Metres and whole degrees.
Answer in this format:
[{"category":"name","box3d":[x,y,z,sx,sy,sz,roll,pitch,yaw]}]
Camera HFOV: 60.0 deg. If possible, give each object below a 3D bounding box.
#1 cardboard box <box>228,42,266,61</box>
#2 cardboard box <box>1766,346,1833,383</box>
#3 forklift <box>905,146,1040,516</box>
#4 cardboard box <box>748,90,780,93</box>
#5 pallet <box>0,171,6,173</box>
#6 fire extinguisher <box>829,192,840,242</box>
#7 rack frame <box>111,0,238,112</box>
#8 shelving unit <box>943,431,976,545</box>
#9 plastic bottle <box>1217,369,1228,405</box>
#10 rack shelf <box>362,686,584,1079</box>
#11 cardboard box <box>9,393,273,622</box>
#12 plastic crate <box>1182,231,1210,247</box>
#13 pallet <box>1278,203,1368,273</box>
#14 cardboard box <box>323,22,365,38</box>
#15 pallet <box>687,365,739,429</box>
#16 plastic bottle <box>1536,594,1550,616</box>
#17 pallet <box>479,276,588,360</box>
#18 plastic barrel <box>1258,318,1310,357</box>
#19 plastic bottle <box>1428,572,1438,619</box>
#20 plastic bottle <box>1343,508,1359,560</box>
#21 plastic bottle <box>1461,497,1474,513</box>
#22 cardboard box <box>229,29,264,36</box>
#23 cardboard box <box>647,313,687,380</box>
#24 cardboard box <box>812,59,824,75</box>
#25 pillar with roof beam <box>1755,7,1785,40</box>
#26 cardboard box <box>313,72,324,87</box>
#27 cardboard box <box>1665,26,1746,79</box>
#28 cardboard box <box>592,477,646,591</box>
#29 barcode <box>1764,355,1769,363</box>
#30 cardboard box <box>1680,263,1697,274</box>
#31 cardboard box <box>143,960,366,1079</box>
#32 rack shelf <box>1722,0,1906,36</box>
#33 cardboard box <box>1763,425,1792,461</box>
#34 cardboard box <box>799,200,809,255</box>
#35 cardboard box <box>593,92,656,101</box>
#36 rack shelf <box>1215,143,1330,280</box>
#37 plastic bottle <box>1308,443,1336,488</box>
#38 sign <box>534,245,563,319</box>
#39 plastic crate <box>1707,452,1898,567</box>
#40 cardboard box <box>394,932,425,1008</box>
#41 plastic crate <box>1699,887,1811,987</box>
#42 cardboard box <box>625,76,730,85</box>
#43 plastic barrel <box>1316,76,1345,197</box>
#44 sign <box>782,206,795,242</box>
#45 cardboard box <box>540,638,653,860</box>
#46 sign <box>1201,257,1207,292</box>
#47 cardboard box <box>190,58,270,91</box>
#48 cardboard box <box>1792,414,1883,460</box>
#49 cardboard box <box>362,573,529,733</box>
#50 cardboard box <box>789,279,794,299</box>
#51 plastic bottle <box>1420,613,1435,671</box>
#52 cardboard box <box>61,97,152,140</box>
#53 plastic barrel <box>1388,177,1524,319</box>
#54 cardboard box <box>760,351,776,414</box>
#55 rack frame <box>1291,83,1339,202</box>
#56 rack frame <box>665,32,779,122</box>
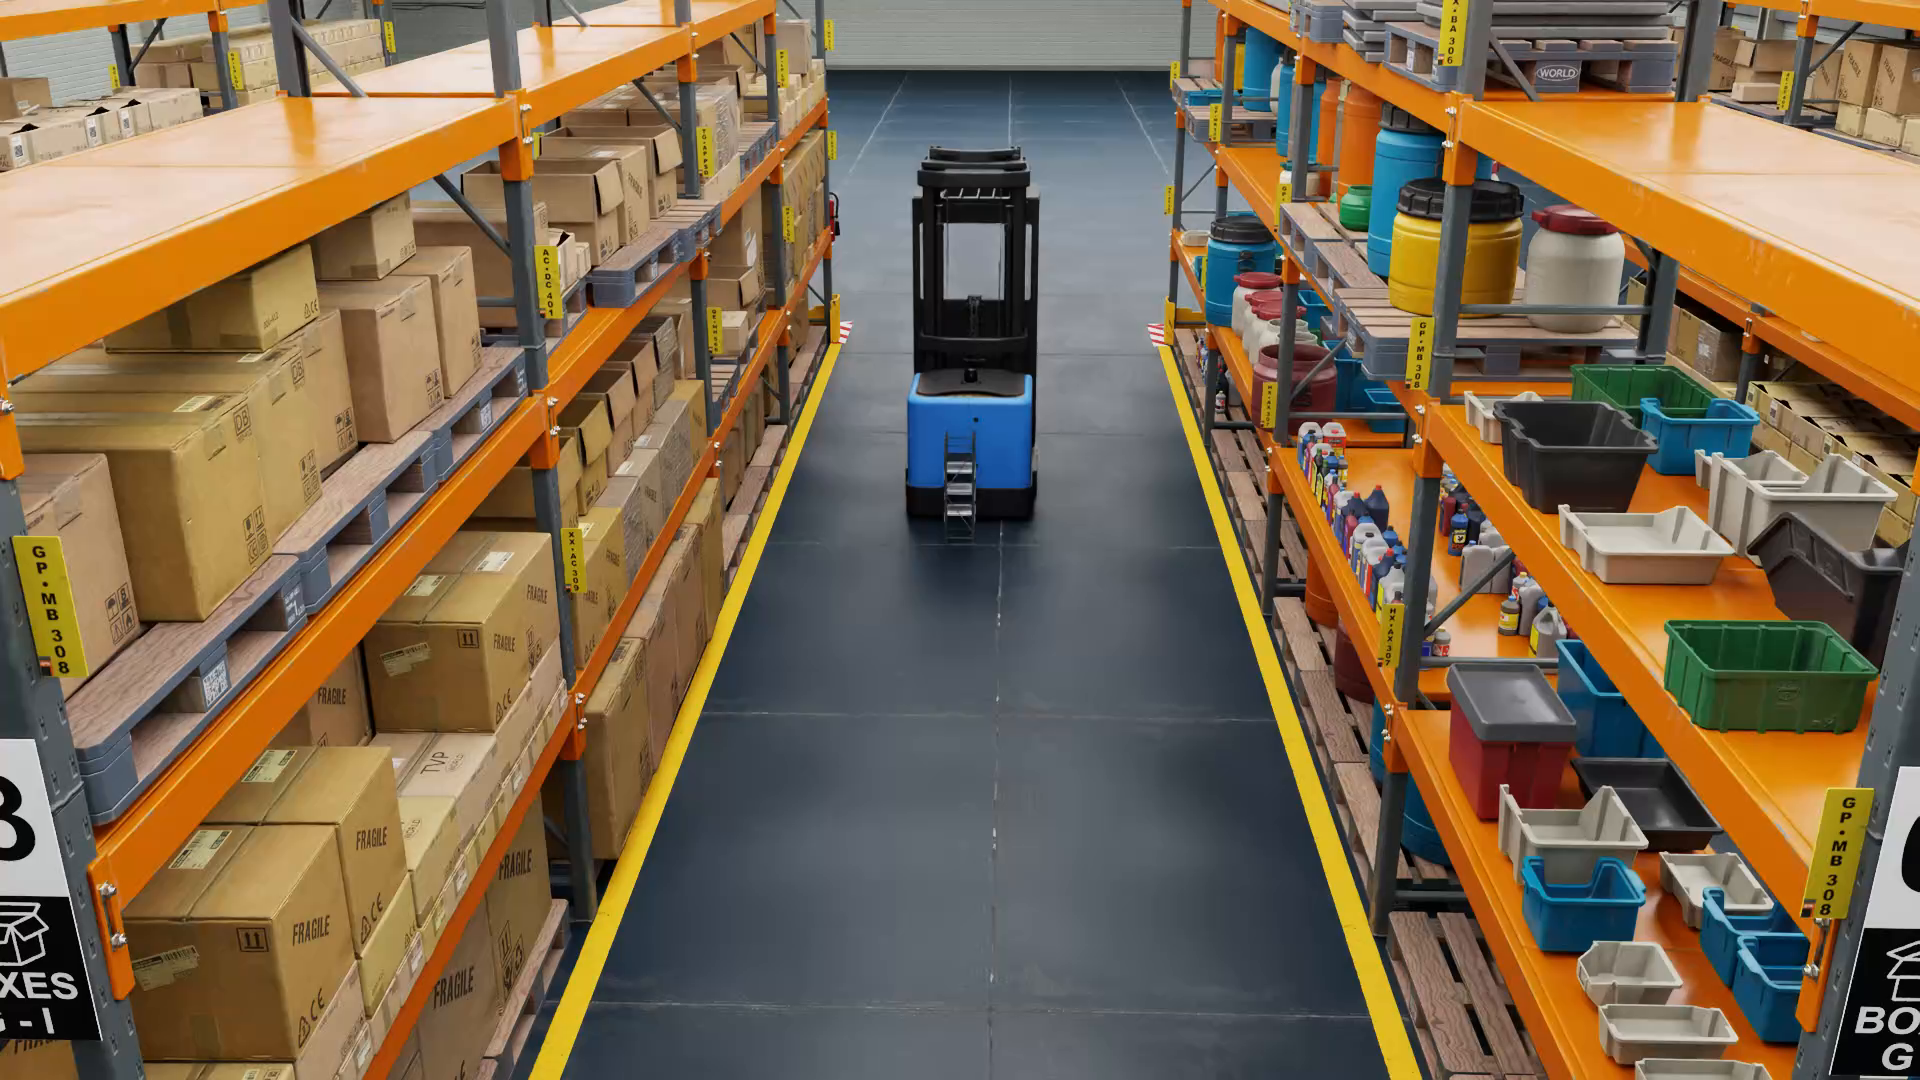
[{"category":"cardboard box","box3d":[-6.725,-4.567,15.531,0.380,0.149,0.250,0,21,1]},{"category":"cardboard box","box3d":[8.101,-1.677,15.889,0.500,0.500,0.500,1,21,2]},{"category":"forklift","box3d":[0.147,-2.051,14.763,1.130,2.935,3.031,1,21,3]},{"category":"cardboard box","box3d":[-1.870,-4.085,15.421,0.380,0.149,0.250,0,21,-1]},{"category":"pallet","box3d":[-7.237,-2.548,12.064,1.213,0.211,1.003,2,21,4]},{"category":"fire extinguisher","box3d":[-1.542,-3.806,19.299,0.296,0.674,0.183,1,21,2]},{"category":"rack frame","box3d":[-7.082,-5.248,14.614,1.000,3.000,0.127,1,21,2]},{"category":"shelving unit","box3d":[0.000,-0.417,13.359,0.258,0.900,0.210,1,21,2]},{"category":"plastic bottle","box3d":[2.554,-1.511,16.331,0.144,0.351,0.185,0,21,0]},{"category":"rack shelf","box3d":[-2.432,1.591,6.276,1.077,0.370,4.000,1,21,2]},{"category":"cardboard box","box3d":[-2.393,-0.099,4.634,0.700,0.500,0.500,0,21,0]},{"category":"plastic crate","box3d":[2.596,-3.309,18.274,0.298,0.136,0.250,1,21,2]},{"category":"pallet","box3d":[2.580,-1.894,10.378,1.003,0.211,1.213,1,21,2]},{"category":"cardboard box","box3d":[-6.649,-5.484,17.896,0.380,0.149,0.250,1,21,3]},{"category":"pallet","box3d":[-2.334,-1.083,12.438,1.213,0.211,1.003,1,21,2]},{"category":"plastic bottle","box3d":[3.009,0.394,8.545,0.097,0.271,0.097,0,21,0]},{"category":"pallet","box3d":[-2.392,-1.108,8.357,0.805,0.209,1.217,0,21,-1]},{"category":"plastic barrel","box3d":[2.532,-1.438,12.933,0.421,0.512,0.421,0,21,0]},{"category":"plastic bottle","box3d":[2.425,0.276,8.739,0.144,0.351,0.185,1,21,2]},{"category":"plastic bottle","box3d":[2.268,-0.035,9.635,0.061,0.283,0.133,1,21,2]},{"category":"plastic bottle","box3d":[3.010,-0.126,9.868,0.061,0.283,0.133,1,21,2]},{"category":"cardboard box","box3d":[-7.336,-5.123,16.966,0.380,0.149,0.250,1,21,2]},{"category":"cardboard box","box3d":[-2.273,-1.352,12.147,0.500,0.500,0.500,-2,21,-5]},{"category":"cardboard box","box3d":[-1.703,-5.217,18.336,0.380,0.149,0.250,1,21,2]},{"category":"pillar with roof beam","box3d":[9.752,-10.563,28.312,9.100,9.000,0.400,1,21,2]},{"category":"cardboard box","box3d":[-6.685,-4.652,16.855,0.380,0.149,0.250,1,21,2]},{"category":"cardboard box","box3d":[7.874,-5.196,17.709,0.797,0.503,0.637,2,21,5]},{"category":"cardboard box","box3d":[-2.077,-0.040,9.347,0.500,0.500,0.500,0,21,0]},{"category":"barcode","box3d":[7.350,-1.649,15.152,0.001,0.075,0.075,1,21,2]},{"category":"cardboard box","box3d":[7.824,-3.014,17.012,0.700,0.500,0.500,1,21,3]},{"category":"cardboard box","box3d":[-2.199,1.552,5.179,0.500,0.250,0.500,0,21,1]},{"category":"rack shelf","box3d":[7.835,-5.248,16.161,1.077,0.370,4.000,1,21,2]},{"category":"cardboard box","box3d":[7.497,-0.835,14.756,0.500,0.250,0.500,1,21,3]},{"category":"cardboard box","box3d":[-2.031,-3.250,17.208,0.875,0.500,0.500,1,21,2]},{"category":"cardboard box","box3d":[-2.480,-2.952,12.015,0.500,0.500,0.500,1,21,1]},{"category":"rack shelf","box3d":[2.762,-2.645,13.047,1.077,0.370,4.000,1,21,2]},{"category":"plastic bottle","box3d":[2.351,-0.481,10.793,0.152,0.276,0.135,1,21,2]},{"category":"sign","box3d":[-1.816,-1.138,7.344,0.100,0.325,0.005,1,21,2]},{"category":"plastic crate","box3d":[2.834,-0.108,5.677,0.437,0.282,0.530,1,21,2]},{"category":"cardboard box","box3d":[-2.115,1.507,5.847,0.380,0.149,0.250,0,21,1]},{"category":"plastic crate","box3d":[2.844,1.413,5.888,0.416,0.233,0.300,1,21,2]},{"category":"cardboard box","box3d":[-2.269,-3.493,13.514,0.797,0.503,0.637,1,21,4]},{"category":"plastic barrel","box3d":[2.963,-2.989,12.344,0.600,0.830,0.708,1,21,2]},{"category":"sign","box3d":[-1.573,-2.895,15.242,0.100,0.325,0.005,1,21,2]},{"category":"cardboard box","box3d":[-2.372,1.096,8.914,1.225,0.875,0.875,1,21,2]},{"category":"sign","box3d":[2.273,-2.444,15.299,0.100,0.325,0.005,1,21,2]},{"category":"cardboard box","box3d":[-6.788,-4.334,15.483,0.500,0.250,0.500,1,21,2]},{"category":"cardboard box","box3d":[7.477,-0.910,14.173,0.500,0.311,0.500,0,21,0]},{"category":"cardboard box","box3d":[-2.137,0.465,6.944,0.500,0.500,0.500,1,21,2]},{"category":"cardboard box","box3d":[-1.800,-2.407,15.934,0.380,0.149,0.250,1,21,2]},{"category":"plastic bottle","box3d":[2.268,0.499,8.268,0.152,0.276,0.135,1,21,2]},{"category":"cardboard box","box3d":[-6.916,-3.414,13.439,0.500,0.311,0.500,0,21,0]},{"category":"plastic barrel","box3d":[2.404,-1.427,8.072,0.600,0.588,0.600,0,21,0]},{"category":"cardboard box","box3d":[-2.076,-1.534,16.212,0.500,0.500,0.500,0,21,0]},{"category":"rack frame","box3d":[2.701,-3.656,10.511,1.000,3.000,0.127,1,21,2]},{"category":"rack frame","box3d":[-2.128,-5.157,14.379,1.000,3.000,0.127,1,21,2]}]
